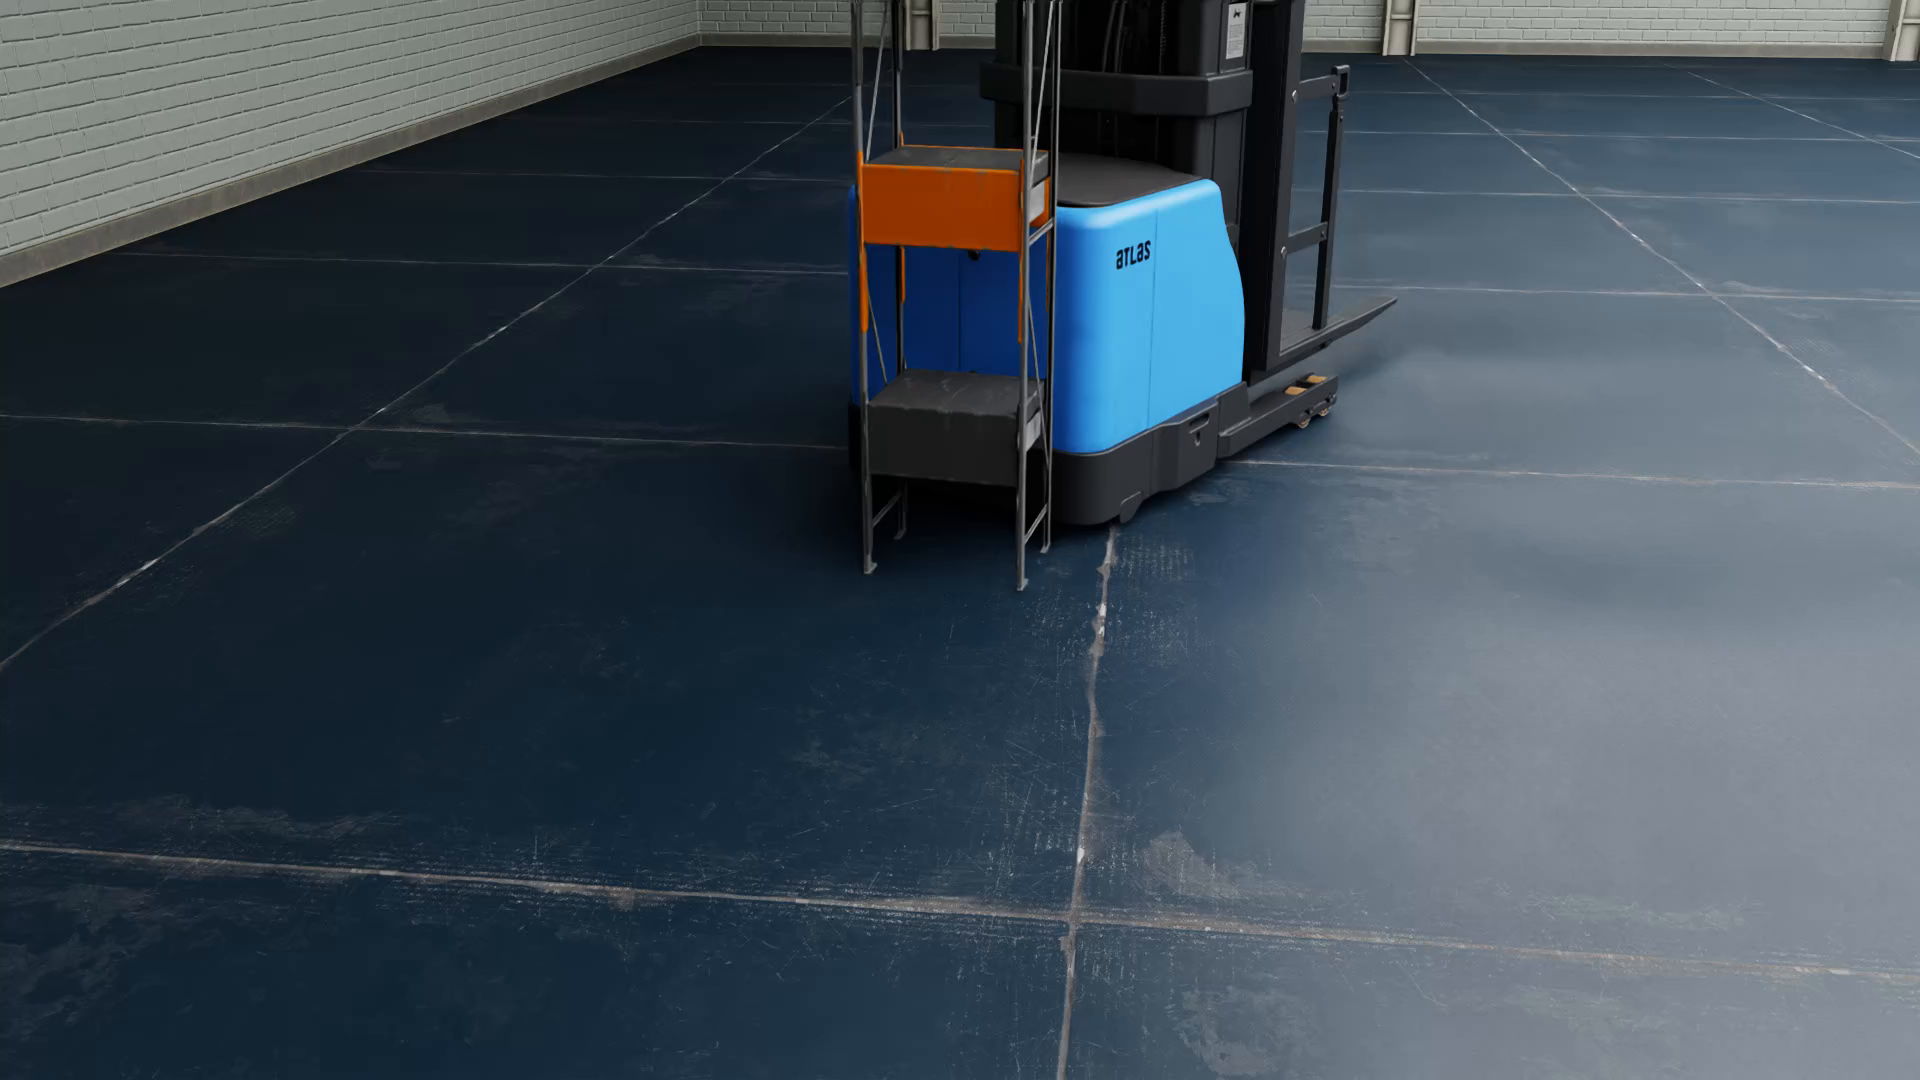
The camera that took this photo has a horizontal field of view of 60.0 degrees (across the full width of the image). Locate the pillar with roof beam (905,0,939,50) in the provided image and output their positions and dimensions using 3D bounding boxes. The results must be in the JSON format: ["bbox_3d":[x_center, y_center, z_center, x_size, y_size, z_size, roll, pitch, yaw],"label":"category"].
[{"bbox_3d":[-0.990,-8.960,15.863,0.400,9.000,9.100,2,22,6],"label":"pillar with roof beam"}]

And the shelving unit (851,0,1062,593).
[{"bbox_3d":[-0.003,-0.911,4.888,0.503,2.100,0.431,6,22,14],"label":"shelving unit"}]

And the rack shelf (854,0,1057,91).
[{"bbox_3d":[-0.003,-1.549,4.636,0.480,0.518,0.431,6,22,14],"label":"rack shelf"}]

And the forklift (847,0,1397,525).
[{"bbox_3d":[0.868,-1.893,6.241,1.130,2.935,3.031,15,26,33],"label":"forklift"}]

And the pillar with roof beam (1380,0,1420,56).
[{"bbox_3d":[4.969,-8.700,15.206,0.400,9.000,9.100,2,22,6],"label":"pillar with roof beam"}]

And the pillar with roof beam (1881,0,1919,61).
[{"bbox_3d":[10.927,-8.440,14.550,0.400,9.000,9.100,2,22,6],"label":"pillar with roof beam"}]

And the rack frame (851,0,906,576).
[{"bbox_3d":[-0.239,-0.935,4.948,0.015,2.100,0.400,6,22,14],"label":"rack frame"}]

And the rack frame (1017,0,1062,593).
[{"bbox_3d":[0.232,-0.887,4.828,0.015,2.100,0.400,6,22,14],"label":"rack frame"}]

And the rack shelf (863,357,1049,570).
[{"bbox_3d":[-0.003,-0.247,5.150,0.480,0.518,0.431,6,22,14],"label":"rack shelf"}]

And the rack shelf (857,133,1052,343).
[{"bbox_3d":[-0.003,-0.898,4.893,0.480,0.518,0.431,6,22,14],"label":"rack shelf"}]
